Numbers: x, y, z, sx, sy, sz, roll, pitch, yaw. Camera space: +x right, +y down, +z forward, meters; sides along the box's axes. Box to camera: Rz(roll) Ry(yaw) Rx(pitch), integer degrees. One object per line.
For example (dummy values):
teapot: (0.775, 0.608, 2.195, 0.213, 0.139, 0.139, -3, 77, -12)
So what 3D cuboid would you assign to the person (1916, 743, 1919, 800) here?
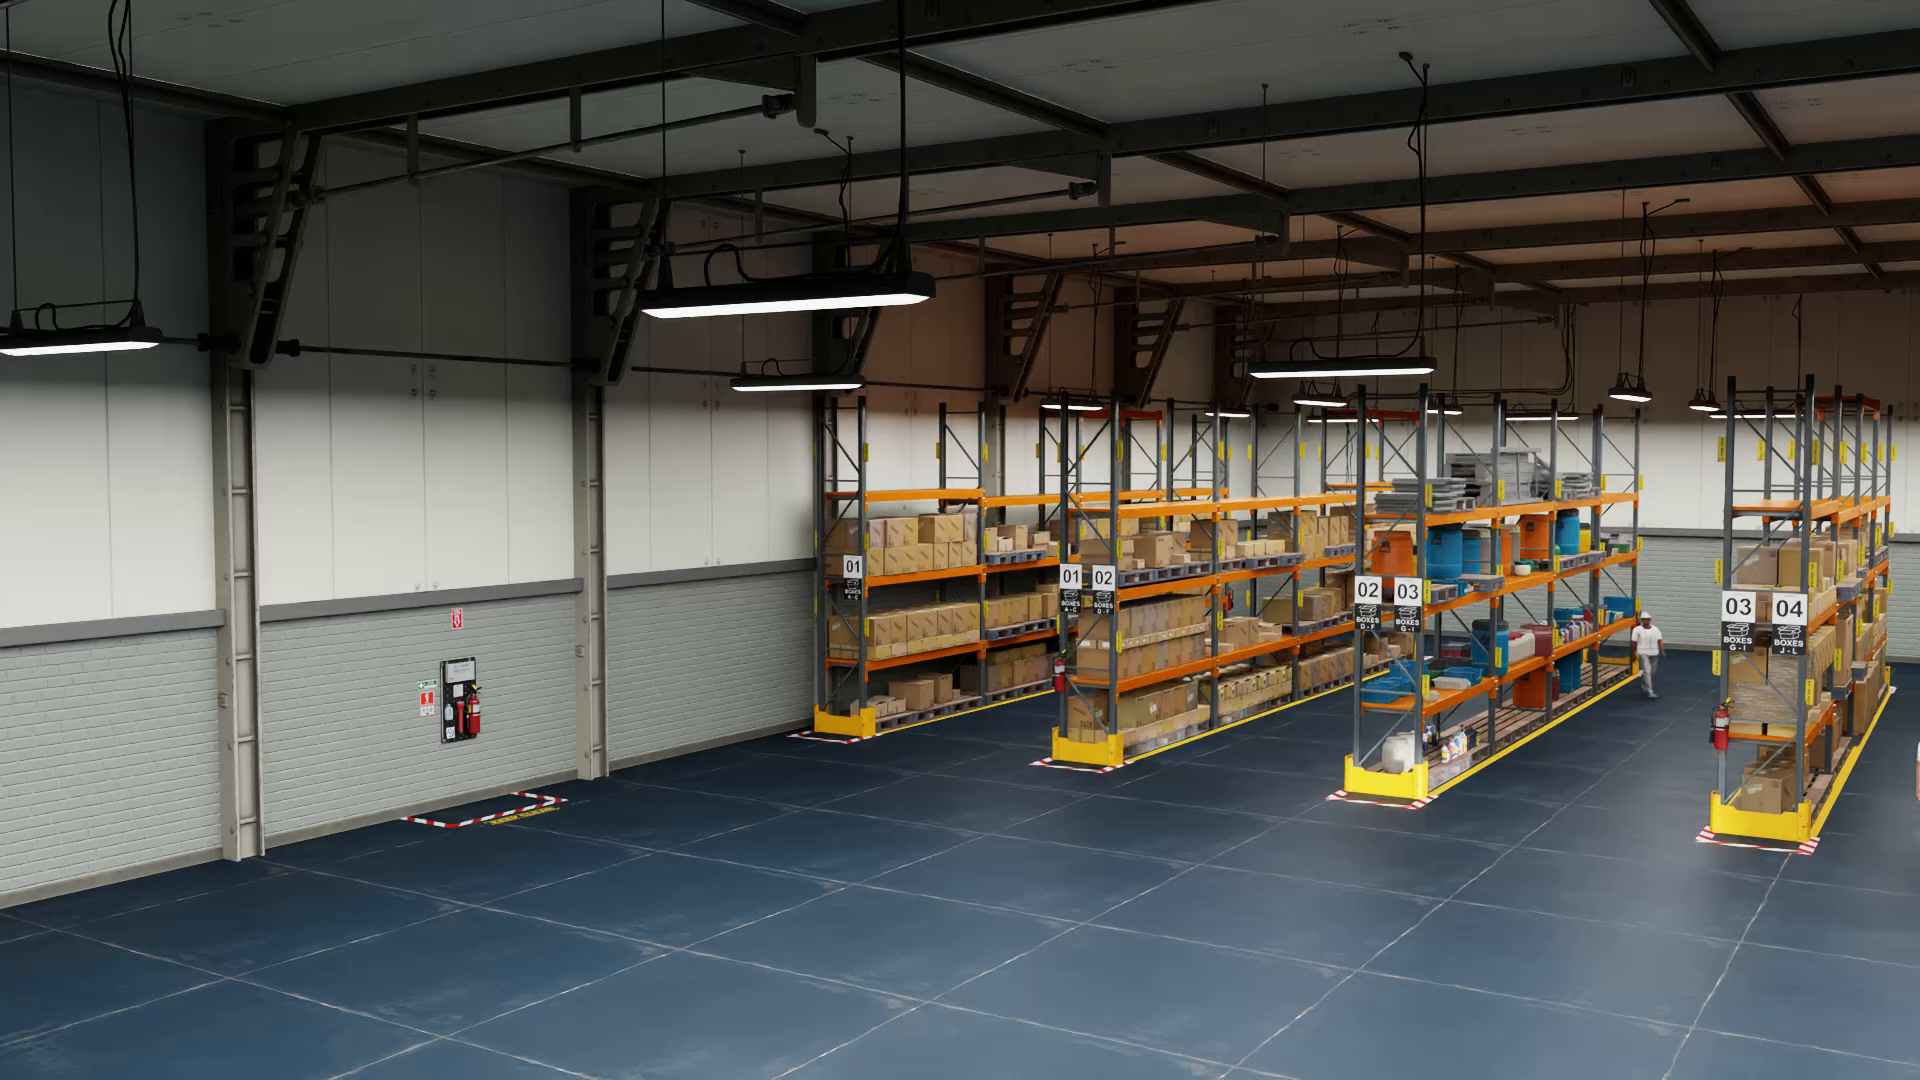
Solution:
person: (12.121, 3.051, 20.522, 0.578, 1.755, 0.565, 2, 4, 35)

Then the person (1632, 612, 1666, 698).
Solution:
person: (14.142, 2.349, 34.127, 0.589, 1.743, 0.921, 0, 3, -2)
